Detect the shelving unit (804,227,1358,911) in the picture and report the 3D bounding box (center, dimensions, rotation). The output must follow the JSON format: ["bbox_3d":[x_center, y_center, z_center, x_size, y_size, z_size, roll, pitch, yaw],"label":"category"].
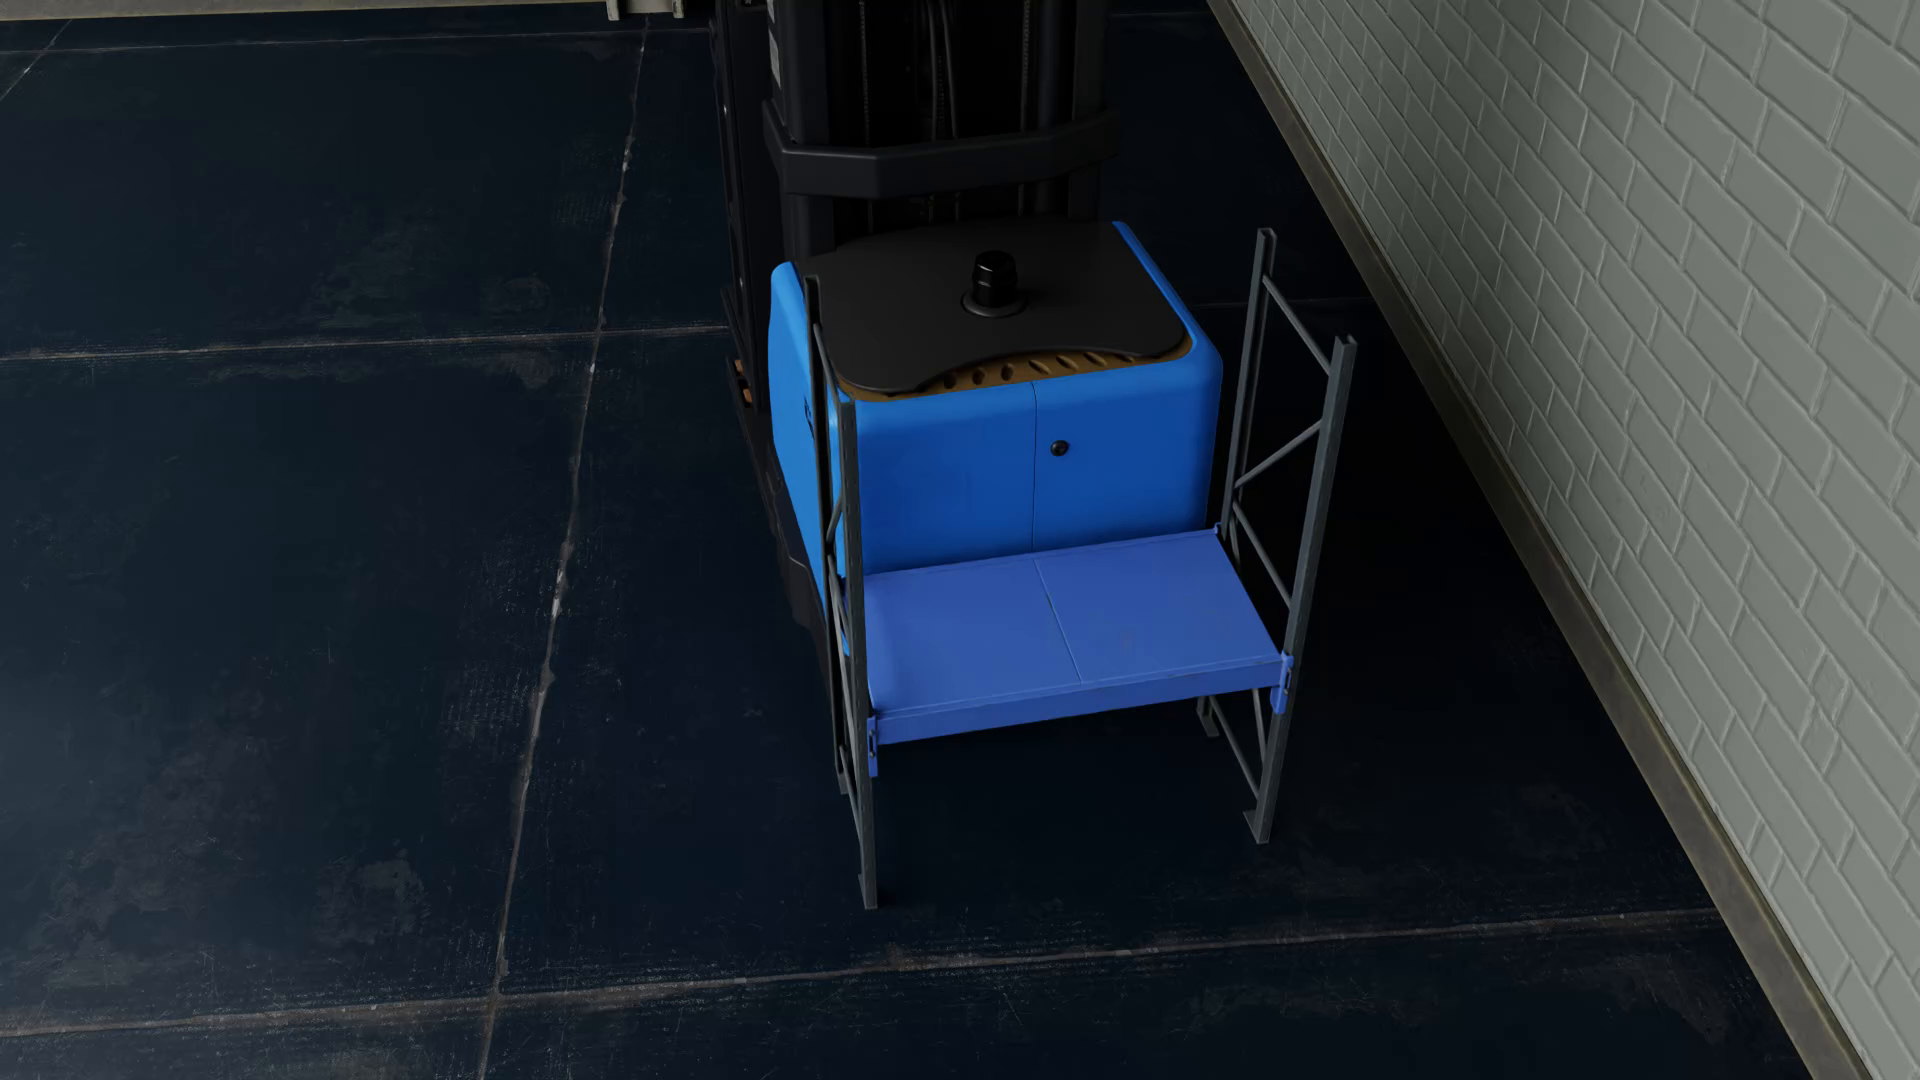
[{"bbox_3d":[0.230,0.108,3.898,1.048,1.500,0.538,-8,40,-9],"label":"shelving unit"}]

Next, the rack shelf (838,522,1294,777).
[{"bbox_3d":[0.230,0.248,4.011,1.000,0.185,0.538,-8,40,-9],"label":"rack shelf"}]

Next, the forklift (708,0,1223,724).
[{"bbox_3d":[-0.194,-1.558,4.858,1.130,2.935,3.031,-9,39,-11],"label":"forklift"}]

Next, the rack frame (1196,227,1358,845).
[{"bbox_3d":[0.727,0.042,3.981,0.032,1.500,0.500,-8,40,-9],"label":"rack frame"}]

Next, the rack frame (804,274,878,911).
[{"bbox_3d":[-0.267,0.174,3.815,0.032,1.500,0.500,-8,40,-9],"label":"rack frame"}]
